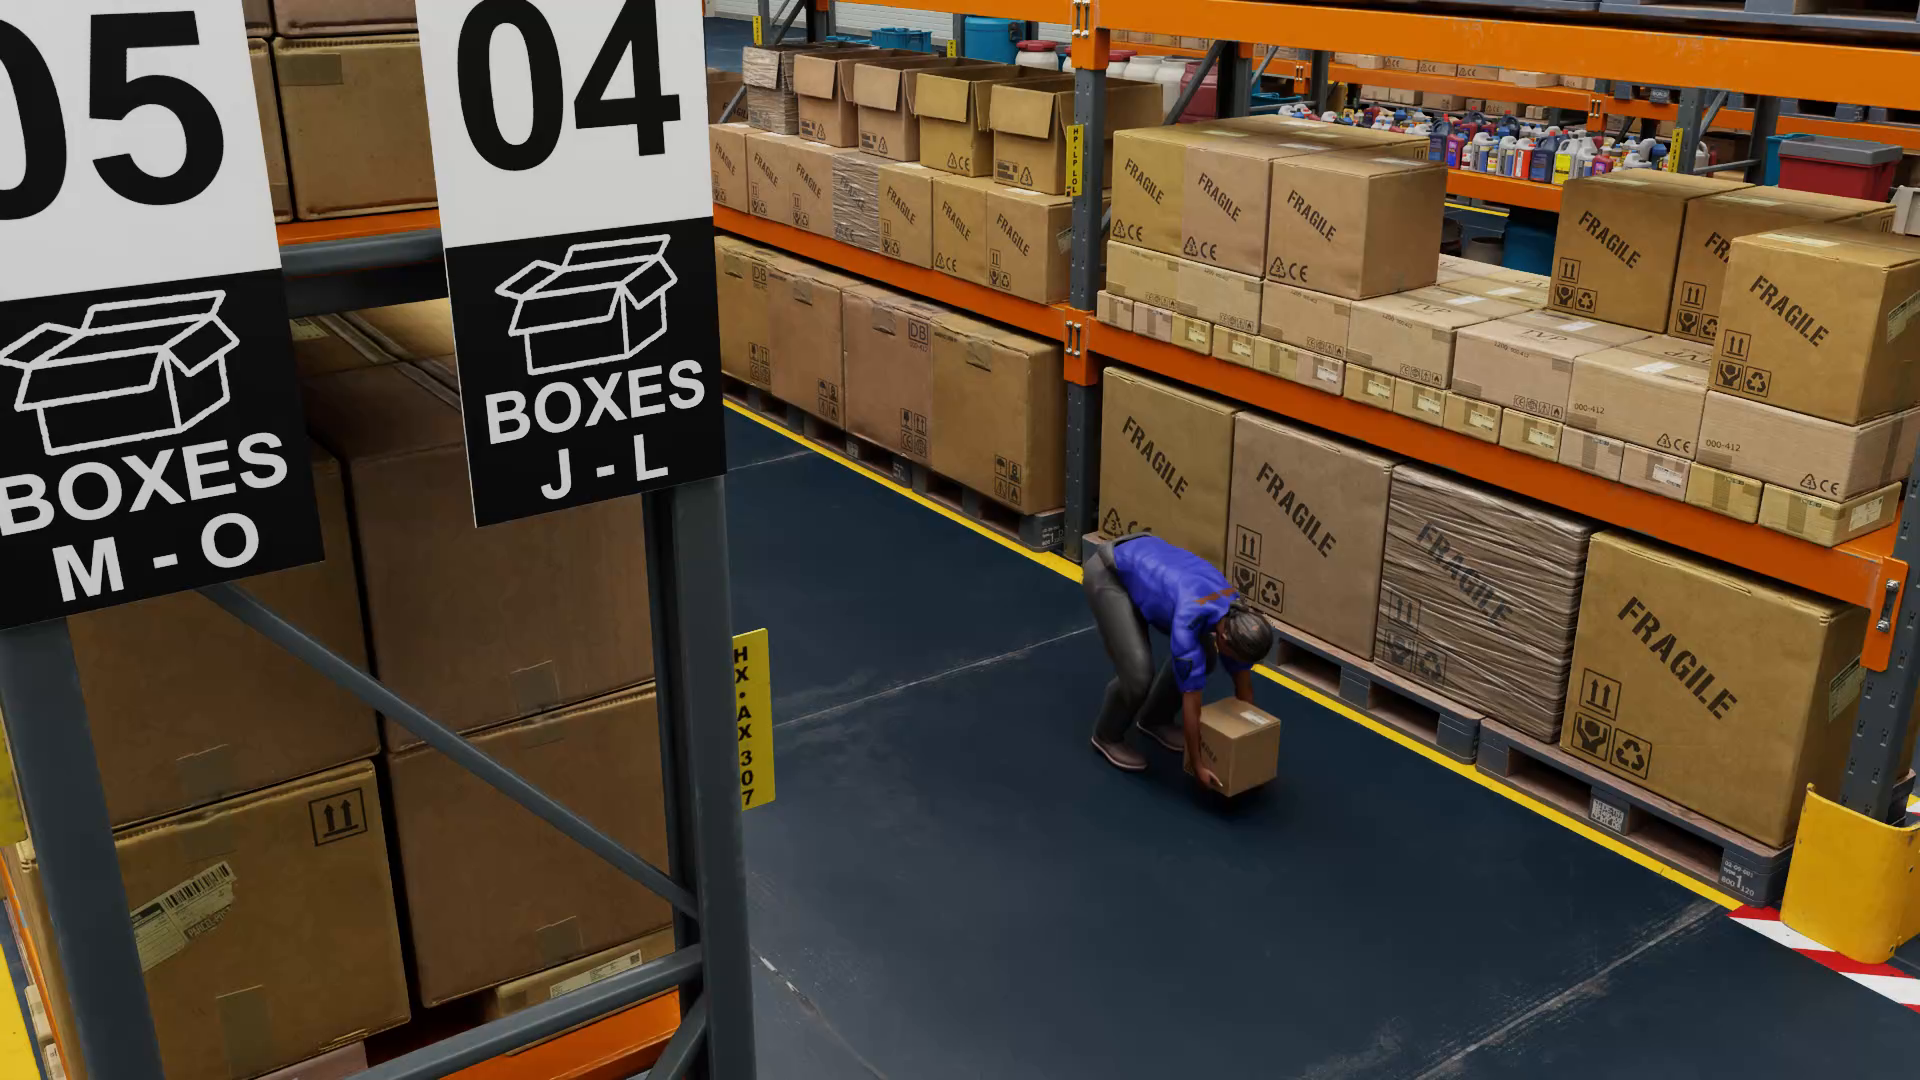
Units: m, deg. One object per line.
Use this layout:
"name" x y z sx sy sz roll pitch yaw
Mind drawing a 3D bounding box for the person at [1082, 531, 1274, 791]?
"person" 0.846 0.477 6.414 0.462 0.904 0.869 -16 27 -35
